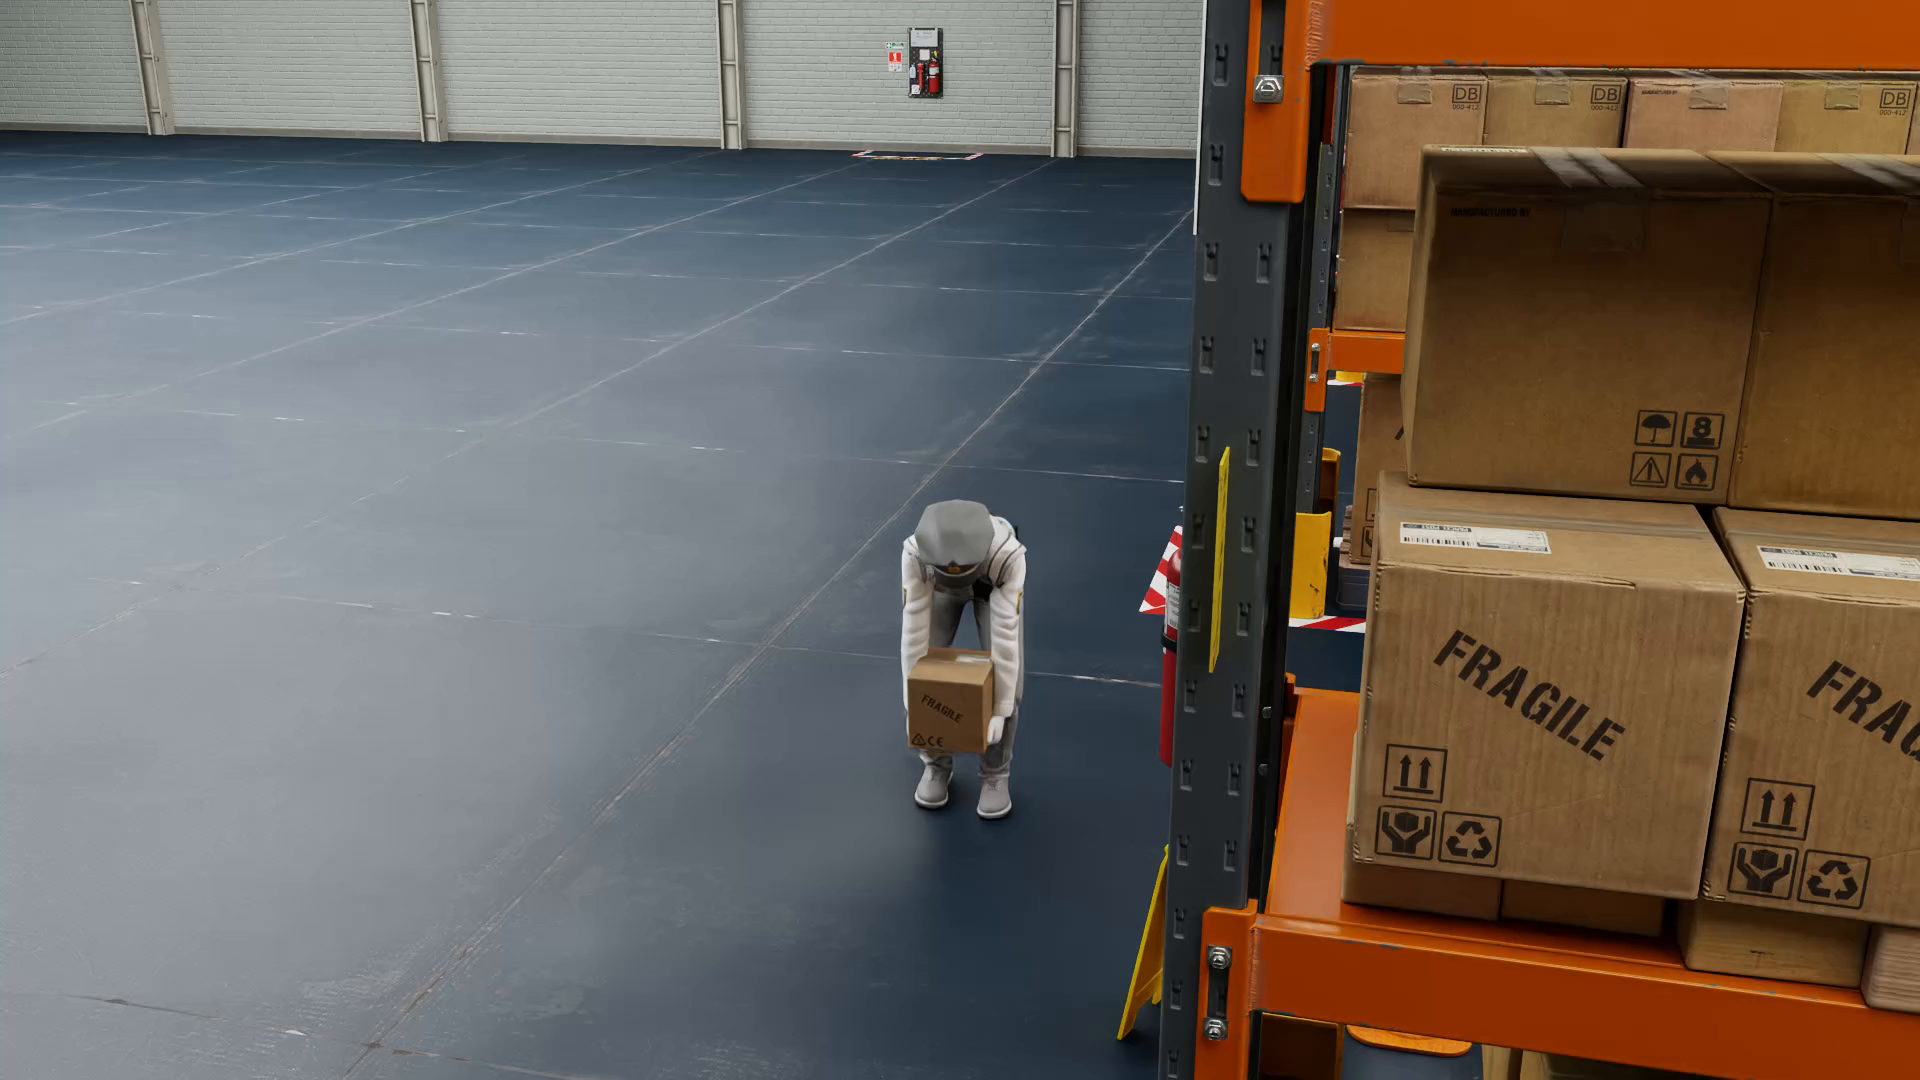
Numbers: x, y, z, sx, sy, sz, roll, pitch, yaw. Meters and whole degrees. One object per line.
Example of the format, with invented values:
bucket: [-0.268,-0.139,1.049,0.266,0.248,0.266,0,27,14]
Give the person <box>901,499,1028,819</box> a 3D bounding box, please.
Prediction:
person: [0.009,0.385,5.574,0.426,1.244,0.895,2,18,5]
